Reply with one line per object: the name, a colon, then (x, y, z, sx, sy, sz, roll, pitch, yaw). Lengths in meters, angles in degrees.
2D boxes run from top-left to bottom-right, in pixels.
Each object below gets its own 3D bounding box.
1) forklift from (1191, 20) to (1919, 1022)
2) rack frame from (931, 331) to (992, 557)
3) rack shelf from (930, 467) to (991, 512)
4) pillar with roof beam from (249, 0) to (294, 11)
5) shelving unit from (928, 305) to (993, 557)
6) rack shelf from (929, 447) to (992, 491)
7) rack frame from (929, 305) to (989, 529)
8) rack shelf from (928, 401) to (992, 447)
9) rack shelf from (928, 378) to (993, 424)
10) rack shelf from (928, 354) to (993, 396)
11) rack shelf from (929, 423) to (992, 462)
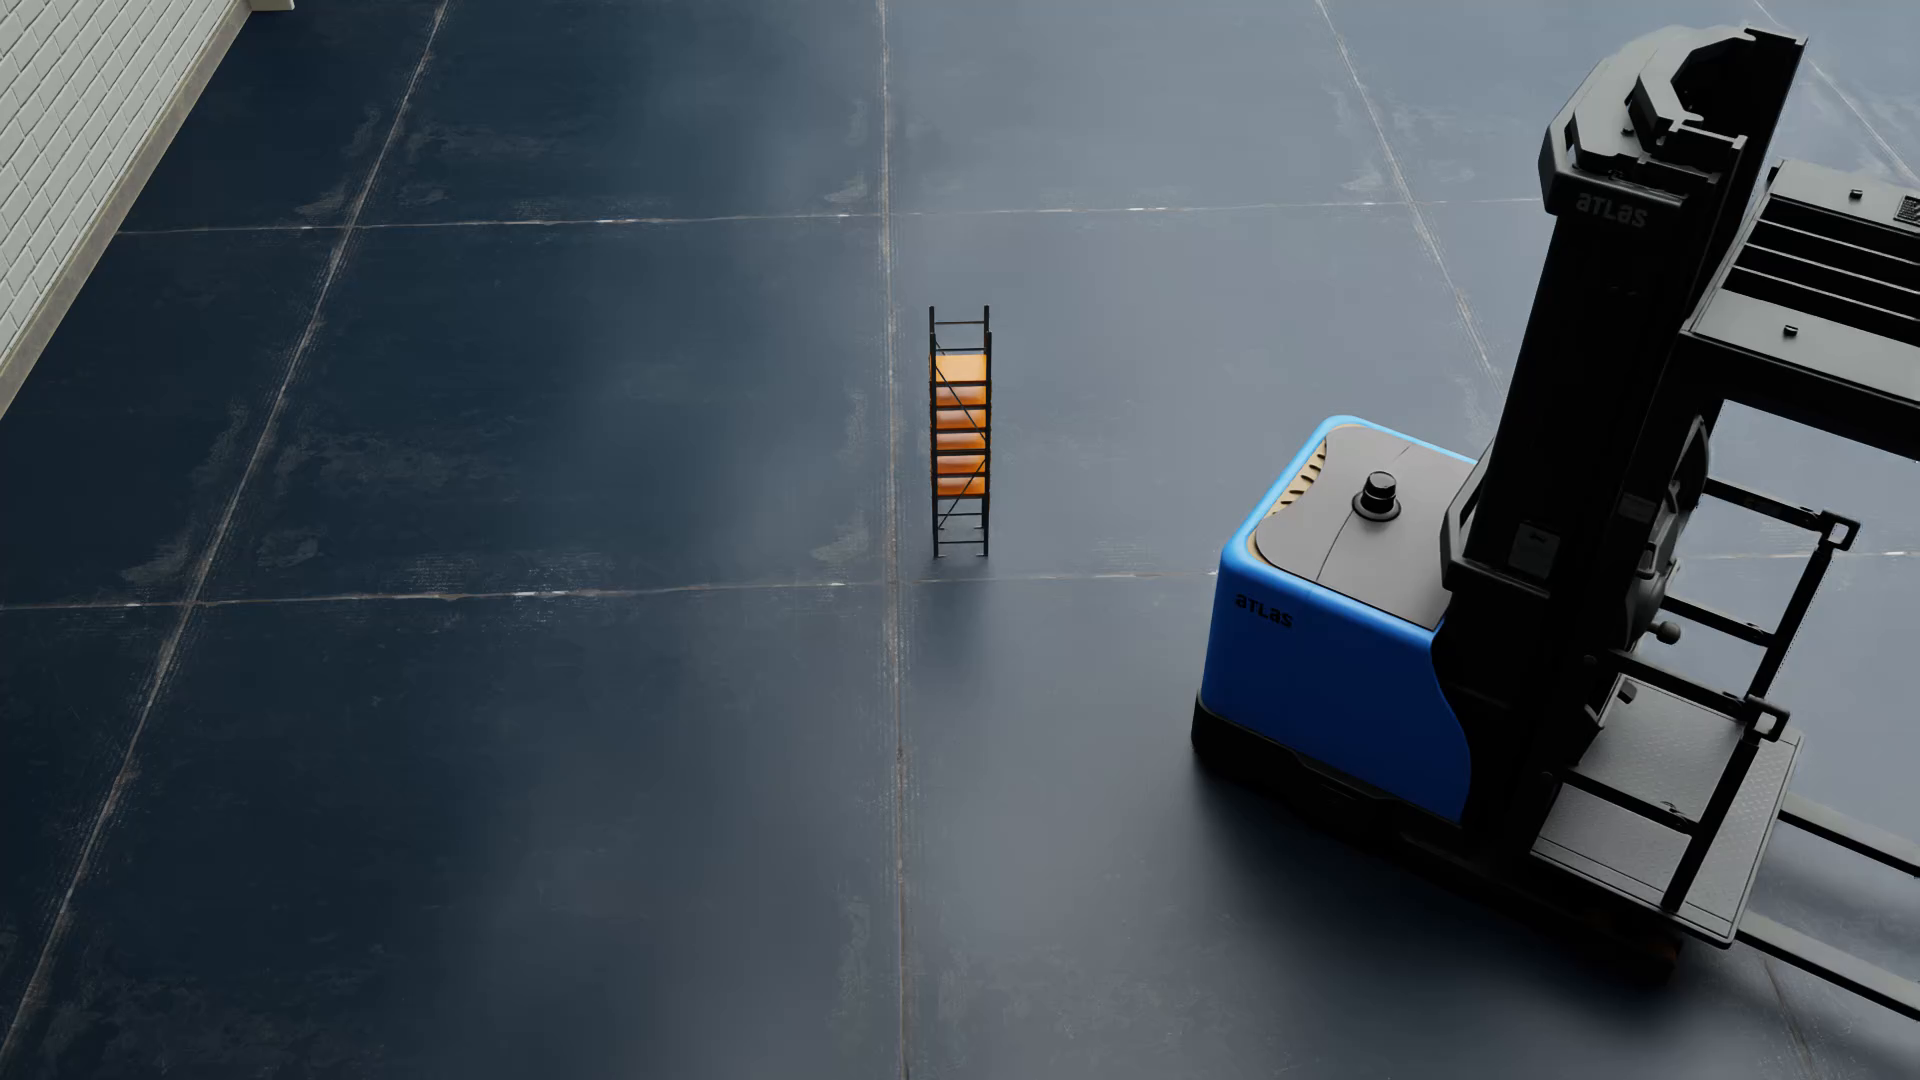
forklift: (2.411, 0.025, 5.203, 3.031, 2.935, 1.130, 24, 48, 24)
rack frame: (0.005, -0.371, 6.916, 0.240, 1.200, 0.006, -2, 43, -2)
rack shelf: (0.001, -0.223, 7.176, 0.258, 0.103, 0.180, -2, 43, -2)
pillar with roof beam: (-0.416, -7.188, 8.582, 9.100, 9.000, 0.400, -2, 43, -2)
shelving unit: (0.001, -0.433, 6.984, 0.258, 1.200, 0.189, -2, 43, -2)
rack shelf: (0.001, -0.311, 7.095, 0.258, 0.103, 0.180, -2, 43, -2)
rack frame: (-0.003, -0.494, 7.051, 0.240, 1.200, 0.006, -2, 43, -2)
rack shelf: (0.001, -0.488, 6.933, 0.258, 0.103, 0.180, -2, 43, -2)
rack shelf: (0.001, -0.577, 6.851, 0.258, 0.103, 0.180, -2, 43, -2)
rack shelf: (0.001, -0.665, 6.770, 0.258, 0.103, 0.180, -2, 43, -2)
rack shelf: (0.001, -0.400, 7.014, 0.258, 0.103, 0.180, -2, 43, -2)
